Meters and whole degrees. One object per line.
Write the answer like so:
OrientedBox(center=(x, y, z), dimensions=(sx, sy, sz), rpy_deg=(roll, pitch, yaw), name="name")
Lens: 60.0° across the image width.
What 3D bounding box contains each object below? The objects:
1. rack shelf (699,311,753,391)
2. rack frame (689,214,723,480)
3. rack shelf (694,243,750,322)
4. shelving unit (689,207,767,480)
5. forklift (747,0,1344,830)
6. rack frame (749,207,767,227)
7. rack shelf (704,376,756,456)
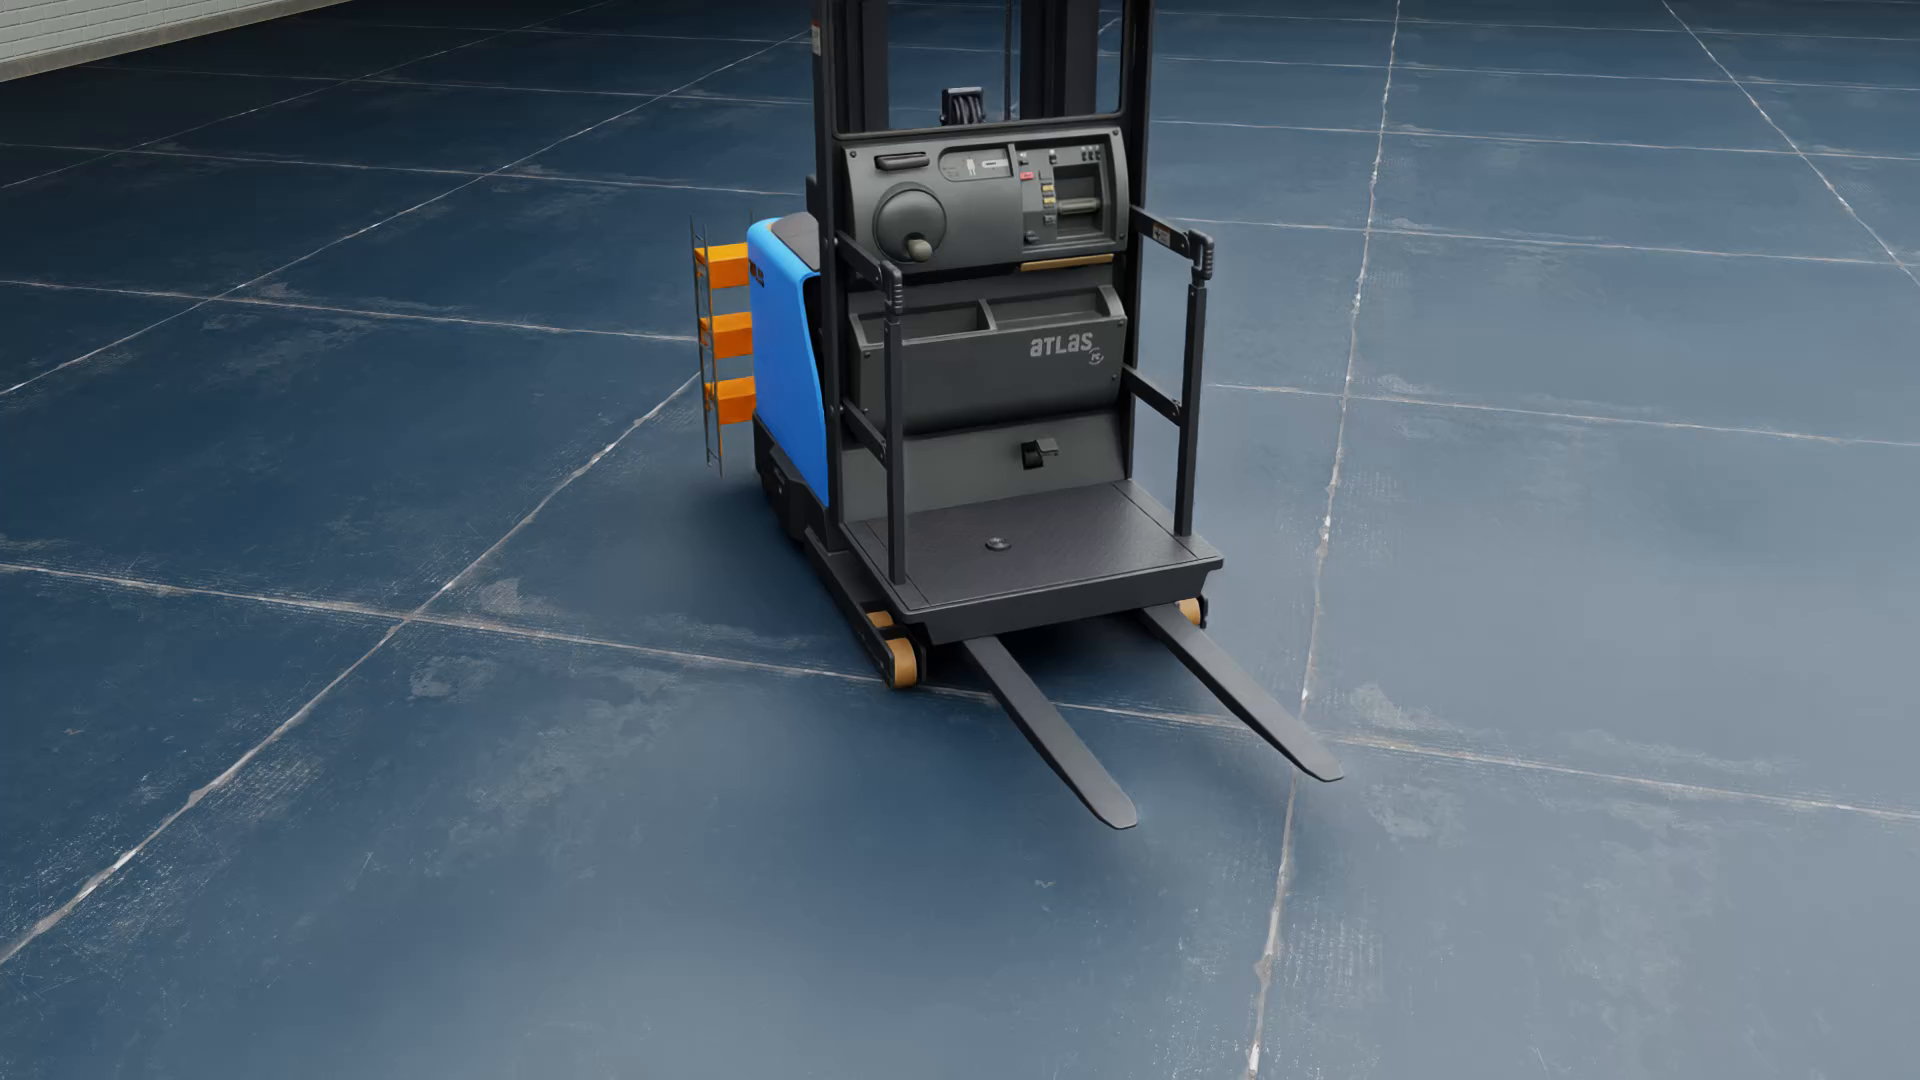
OrientedBox(center=(-0.898, -0.770, 6.669), dimensions=(0.240, 0.259, 0.215), rpy_deg=(-11, 27, -22), name="rack shelf")
OrientedBox(center=(-1.009, -0.757, 6.618), dimensions=(0.008, 1.050, 0.200), rpy_deg=(-11, 27, -22), name="rack frame")
OrientedBox(center=(-0.898, -1.026, 6.548), dimensions=(0.240, 0.259, 0.215), rpy_deg=(-11, 27, -22), name="rack shelf")
OrientedBox(center=(-0.898, -0.779, 6.664), dimensions=(0.252, 1.050, 0.215), rpy_deg=(-11, 27, -22), name="shelving unit")
OrientedBox(center=(0.173, -1.052, 5.050), dimensions=(1.130, 2.935, 3.031), rpy_deg=(-9, 27, -19), name="forklift")
OrientedBox(center=(-0.787, -0.801, 6.710), dimensions=(0.008, 1.050, 0.200), rpy_deg=(-11, 27, -22), name="rack frame")
OrientedBox(center=(-0.898, -0.518, 6.787), dimensions=(0.240, 0.259, 0.215), rpy_deg=(-11, 27, -22), name="rack shelf")
